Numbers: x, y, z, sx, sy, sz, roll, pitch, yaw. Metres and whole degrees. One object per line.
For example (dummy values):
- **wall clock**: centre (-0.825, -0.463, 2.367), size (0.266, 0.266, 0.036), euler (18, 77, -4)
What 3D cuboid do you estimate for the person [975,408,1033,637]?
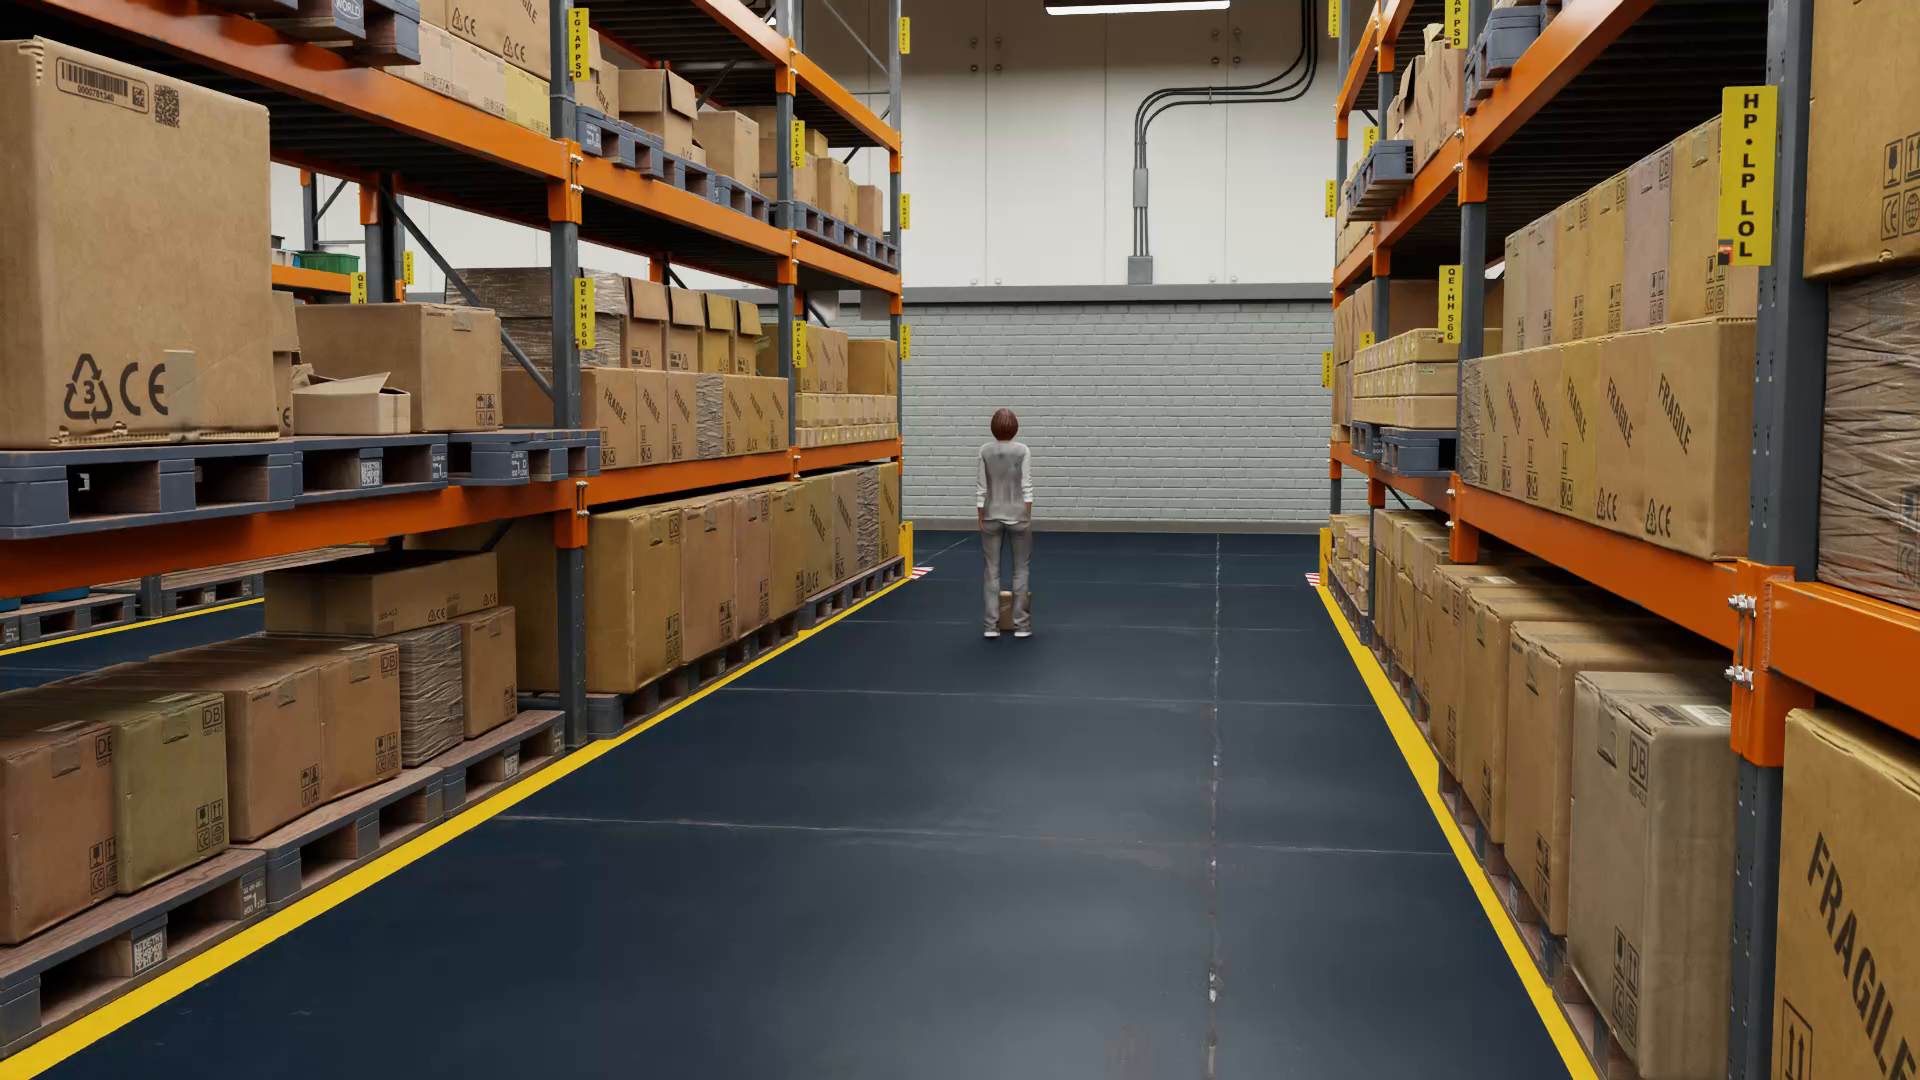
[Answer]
- **person**: centre (0.306, -0.116, 11.575), size (0.404, 1.598, 0.312), euler (1, 5, 10)
